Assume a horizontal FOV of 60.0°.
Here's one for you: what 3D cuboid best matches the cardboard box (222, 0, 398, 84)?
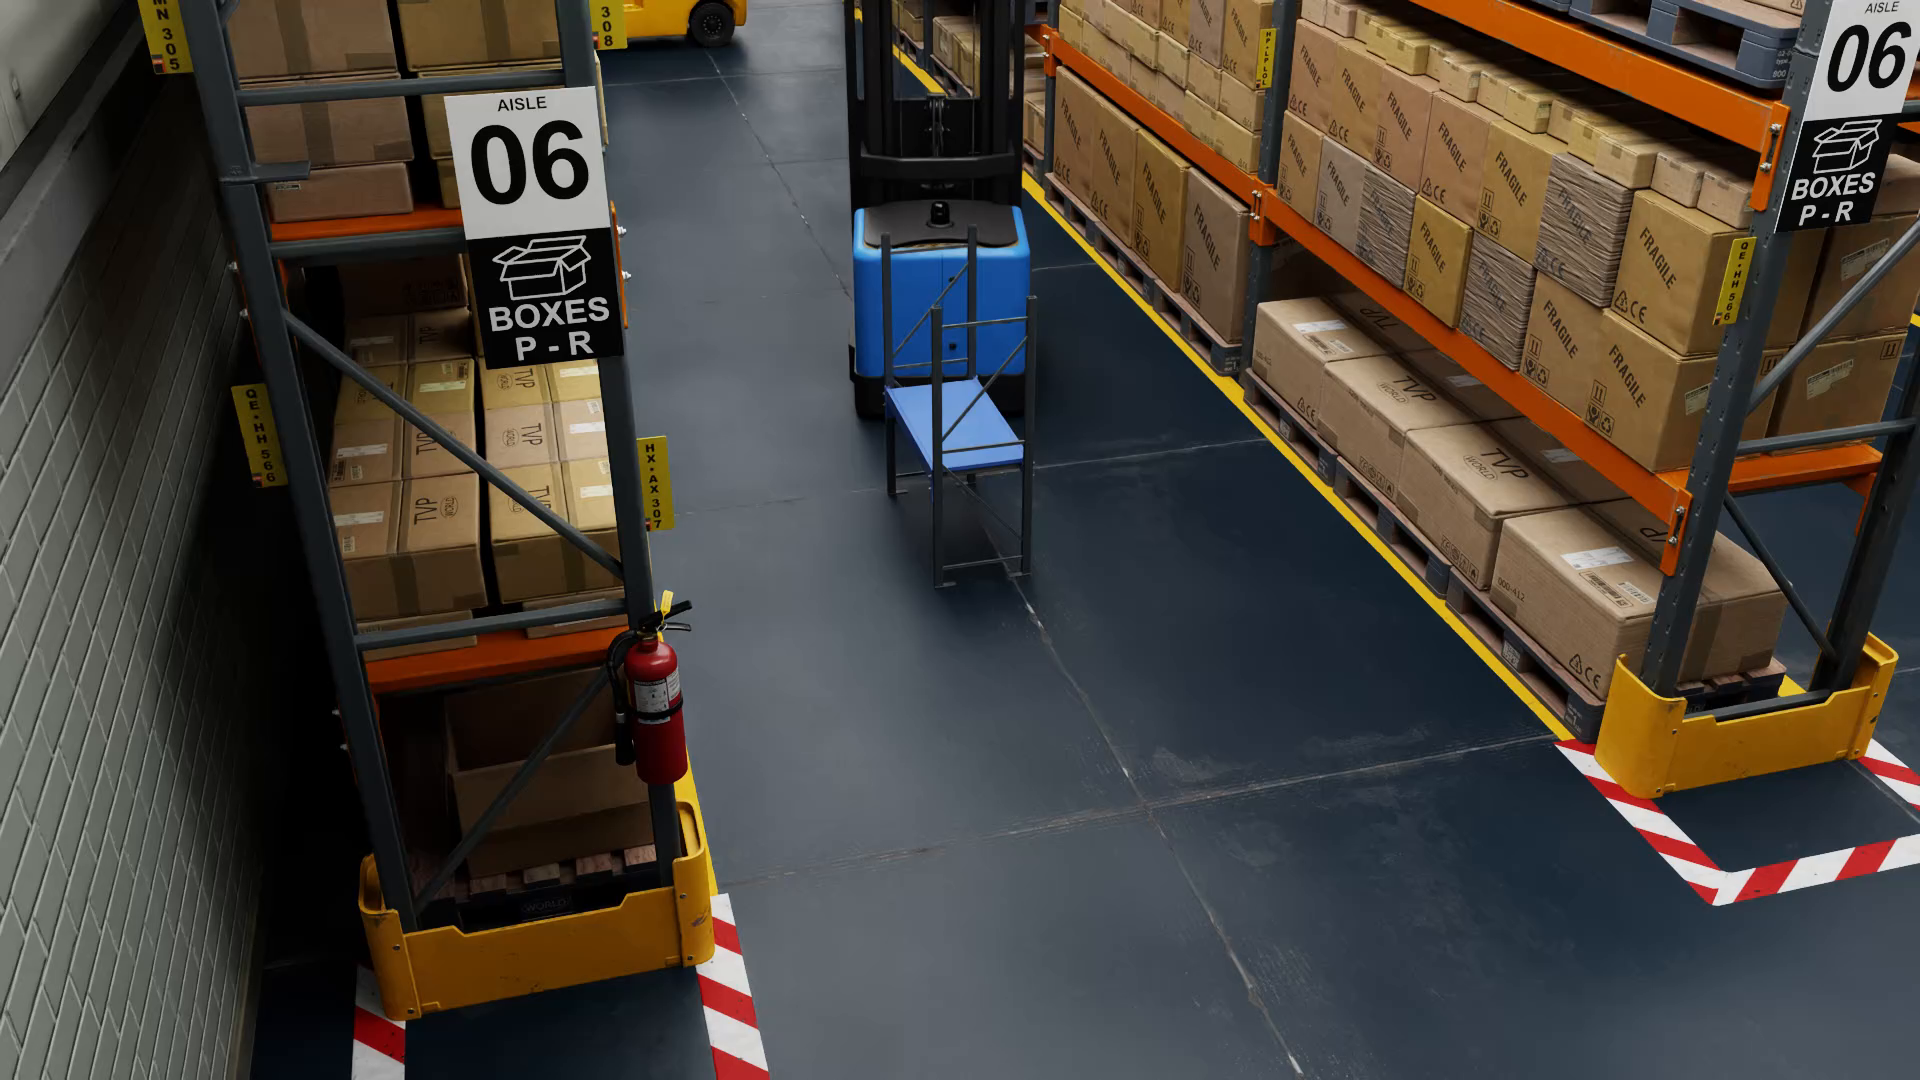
[{"bbox_3d":[-1.864,-1.482,4.676,0.500,0.250,0.500,-9,31,-15],"label":"cardboard box"}]

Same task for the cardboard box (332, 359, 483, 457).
[{"bbox_3d":[-2.117,-0.466,6.413,0.500,0.250,0.500,-7,31,-12],"label":"cardboard box"}]

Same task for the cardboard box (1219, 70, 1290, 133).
[{"bbox_3d":[1.895,-2.652,9.988,0.500,0.250,0.500,-8,31,-13],"label":"cardboard box"}]

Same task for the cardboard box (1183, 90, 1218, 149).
[{"bbox_3d":[1.750,-2.684,10.543,0.500,0.250,0.500,-8,31,-14],"label":"cardboard box"}]

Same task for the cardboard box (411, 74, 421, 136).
[{"bbox_3d":[-1.982,-1.418,5.463,0.380,0.149,0.250,-9,31,-15],"label":"cardboard box"}]

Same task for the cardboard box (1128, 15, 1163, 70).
[{"bbox_3d":[1.459,-3.387,11.258,0.500,0.250,0.500,-7,31,-12],"label":"cardboard box"}]

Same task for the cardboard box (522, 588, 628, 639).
[{"bbox_3d":[-1.300,0.187,5.683,0.380,0.149,0.250,-8,31,-14],"label":"cardboard box"}]

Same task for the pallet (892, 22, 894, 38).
[{"bbox_3d":[-0.417,-5.887,18.710,1.003,0.211,1.213,-8,31,-13],"label":"pallet"}]

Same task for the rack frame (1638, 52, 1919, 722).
[{"bbox_3d":[3.308,-0.388,6.426,1.000,3.000,0.127,-8,31,-13],"label":"rack frame"}]

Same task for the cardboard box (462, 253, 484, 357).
[{"bbox_3d":[-1.736,-1.094,6.750,0.500,0.500,0.500,-7,31,-12],"label":"cardboard box"}]

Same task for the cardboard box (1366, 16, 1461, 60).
[{"bbox_3d":[2.278,-2.522,8.367,0.380,0.149,0.250,-8,31,-14],"label":"cardboard box"}]

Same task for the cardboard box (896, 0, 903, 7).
[{"bbox_3d":[-0.430,-5.995,17.691,0.500,0.500,0.500,-7,31,-12],"label":"cardboard box"}]

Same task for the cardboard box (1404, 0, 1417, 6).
[{"bbox_3d":[2.600,-2.828,8.897,0.380,0.149,0.250,-7,31,-12],"label":"cardboard box"}]

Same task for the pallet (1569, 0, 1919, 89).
[{"bbox_3d":[3.101,-2.005,6.313,1.003,0.211,1.213,-8,31,-13],"label":"pallet"}]

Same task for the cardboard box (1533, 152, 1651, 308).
[{"bbox_3d":[2.783,-1.314,6.927,0.500,0.500,0.500,-8,31,-13],"label":"cardboard box"}]

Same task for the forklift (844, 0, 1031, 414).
[{"bbox_3d":[-0.162,-2.722,10.527,1.130,2.935,3.031,-1,30,-2],"label":"forklift"}]

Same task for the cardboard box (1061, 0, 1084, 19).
[{"bbox_3d":[1.081,-4.126,12.534,0.500,0.250,0.500,-8,31,-14],"label":"cardboard box"}]

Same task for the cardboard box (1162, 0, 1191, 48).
[{"bbox_3d":[1.625,-3.475,10.661,0.500,0.500,0.500,-7,31,-12],"label":"cardboard box"}]

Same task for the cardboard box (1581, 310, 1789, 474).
[{"bbox_3d":[2.925,-0.629,6.742,0.500,0.500,0.500,-8,31,-13],"label":"cardboard box"}]

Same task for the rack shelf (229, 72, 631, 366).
[{"bbox_3d":[-2.008,-1.679,6.380,1.077,0.370,4.000,-8,31,-13],"label":"rack shelf"}]

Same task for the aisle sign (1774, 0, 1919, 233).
[{"bbox_3d":[3.028,-1.437,5.643,0.394,0.787,0.004,-8,31,-13],"label":"aisle sign"}]

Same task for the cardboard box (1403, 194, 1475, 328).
[{"bbox_3d":[2.510,-1.368,8.020,0.500,0.500,0.500,-7,31,-12],"label":"cardboard box"}]

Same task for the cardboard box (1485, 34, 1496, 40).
[{"bbox_3d":[2.842,-2.471,8.279,0.380,0.149,0.250,-8,31,-14],"label":"cardboard box"}]

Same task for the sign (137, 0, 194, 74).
[{"bbox_3d":[-2.017,-1.343,4.198,0.100,0.325,0.005,-8,31,-13],"label":"sign"}]

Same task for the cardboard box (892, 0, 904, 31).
[{"bbox_3d":[-0.444,-5.681,17.896,0.500,0.250,0.500,-9,31,-15],"label":"cardboard box"}]

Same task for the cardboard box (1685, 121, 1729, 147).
[{"bbox_3d":[3.297,-1.736,7.009,0.380,0.149,0.250,-9,31,-15],"label":"cardboard box"}]

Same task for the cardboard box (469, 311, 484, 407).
[{"bbox_3d":[-1.766,-0.777,6.951,0.500,0.250,0.500,-9,31,-15],"label":"cardboard box"}]

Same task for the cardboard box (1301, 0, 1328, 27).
[{"bbox_3d":[2.080,-2.890,9.002,0.380,0.149,0.250,-8,31,-14],"label":"cardboard box"}]

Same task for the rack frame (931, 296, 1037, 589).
[{"bbox_3d":[0.112,-0.445,8.021,0.500,1.500,0.032,-8,31,-13],"label":"rack frame"}]

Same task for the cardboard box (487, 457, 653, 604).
[{"bbox_3d":[-1.338,-0.045,5.686,0.500,0.250,0.500,-8,31,-13],"label":"cardboard box"}]

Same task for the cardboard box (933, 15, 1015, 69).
[{"bbox_3d":[0.264,-4.975,16.555,0.950,0.372,0.625,-7,31,-13],"label":"cardboard box"}]

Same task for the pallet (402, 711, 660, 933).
[{"bbox_3d":[-1.710,1.059,6.710,1.003,0.211,1.213,-8,31,-13],"label":"pallet"}]

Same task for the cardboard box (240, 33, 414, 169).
[{"bbox_3d":[-1.857,-1.267,4.803,0.500,0.250,0.500,-8,31,-14],"label":"cardboard box"}]

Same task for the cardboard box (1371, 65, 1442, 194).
[{"bbox_3d":[2.392,-2.040,8.182,0.500,0.500,0.500,-7,31,-12],"label":"cardboard box"}]

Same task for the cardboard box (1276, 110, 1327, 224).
[{"bbox_3d":[2.118,-2.102,9.287,0.500,0.500,0.500,-7,31,-12],"label":"cardboard box"}]

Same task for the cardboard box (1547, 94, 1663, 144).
[{"bbox_3d":[2.751,-1.787,7.098,0.380,0.149,0.250,-8,31,-14],"label":"cardboard box"}]

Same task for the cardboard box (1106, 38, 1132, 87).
[{"bbox_3d":[1.359,-3.417,11.809,0.500,0.250,0.500,-7,31,-12],"label":"cardboard box"}]

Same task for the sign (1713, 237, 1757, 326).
[{"bbox_3d":[2.781,-0.926,5.963,0.100,0.325,0.005,-8,31,-13],"label":"sign"}]

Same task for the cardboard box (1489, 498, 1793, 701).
[{"bbox_3d":[3.036,0.234,7.490,0.875,0.438,0.875,-9,31,-15],"label":"cardboard box"}]

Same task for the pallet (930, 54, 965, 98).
[{"bbox_3d":[0.331,-4.601,16.488,1.003,0.211,1.213,-8,31,-13],"label":"pallet"}]

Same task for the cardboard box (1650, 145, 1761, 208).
[{"bbox_3d":[2.929,-1.411,6.448,0.380,0.149,0.250,-7,31,-12],"label":"cardboard box"}]

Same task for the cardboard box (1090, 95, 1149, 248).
[{"bbox_3d":[1.520,-2.738,12.188,0.875,0.875,0.875,-7,31,-13],"label":"cardboard box"}]

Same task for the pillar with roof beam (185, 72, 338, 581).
[{"bbox_3d":[0.928,-4.371,7.318,9.100,9.000,0.400,-8,31,-13],"label":"pillar with roof beam"}]

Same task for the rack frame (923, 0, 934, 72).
[{"bbox_3d":[0.123,-6.184,16.439,1.000,3.000,0.127,-8,31,-13],"label":"rack frame"}]

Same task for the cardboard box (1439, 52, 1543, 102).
[{"bbox_3d":[2.466,-2.151,7.727,0.380,0.149,0.250,-8,31,-13],"label":"cardboard box"}]

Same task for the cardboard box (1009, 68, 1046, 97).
[{"bbox_3d":[0.840,-3.926,14.742,0.950,0.372,0.625,-8,31,-14],"label":"cardboard box"}]

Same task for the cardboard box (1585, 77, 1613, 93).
[{"bbox_3d":[3.109,-2.108,7.651,0.380,0.149,0.250,-9,31,-14],"label":"cardboard box"}]

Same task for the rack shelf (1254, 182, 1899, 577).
[{"bbox_3d":[2.777,-1.042,8.275,1.077,0.370,4.000,-8,31,-13],"label":"rack shelf"}]

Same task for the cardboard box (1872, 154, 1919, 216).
[{"bbox_3d":[3.480,-1.353,6.348,0.380,0.149,0.250,-7,31,-12],"label":"cardboard box"}]

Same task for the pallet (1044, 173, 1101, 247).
[{"bbox_3d":[1.321,-2.654,13.125,1.003,0.211,1.213,-8,31,-13],"label":"pallet"}]

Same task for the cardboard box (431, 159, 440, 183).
[{"bbox_3d":[-1.432,-1.224,5.126,0.380,0.149,0.250,-7,31,-12],"label":"cardboard box"}]

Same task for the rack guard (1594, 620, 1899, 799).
[{"bbox_3d":[3.314,0.706,7.032,1.175,0.500,0.348,-8,31,-13],"label":"rack guard"}]

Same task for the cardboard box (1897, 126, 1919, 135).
[{"bbox_3d":[7.050,-2.843,11.995,0.500,0.250,0.500,-9,31,-15],"label":"cardboard box"}]

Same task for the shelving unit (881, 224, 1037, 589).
[{"bbox_3d":[-0.023,-0.690,8.445,0.538,1.500,1.048,-8,31,-13],"label":"shelving unit"}]

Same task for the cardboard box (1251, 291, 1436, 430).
[{"bbox_3d":[2.309,-1.075,9.752,0.875,0.438,0.875,-8,31,-14],"label":"cardboard box"}]

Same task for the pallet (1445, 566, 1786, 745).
[{"bbox_3d":[3.020,0.443,7.774,1.003,0.211,1.213,-8,31,-13],"label":"pallet"}]
